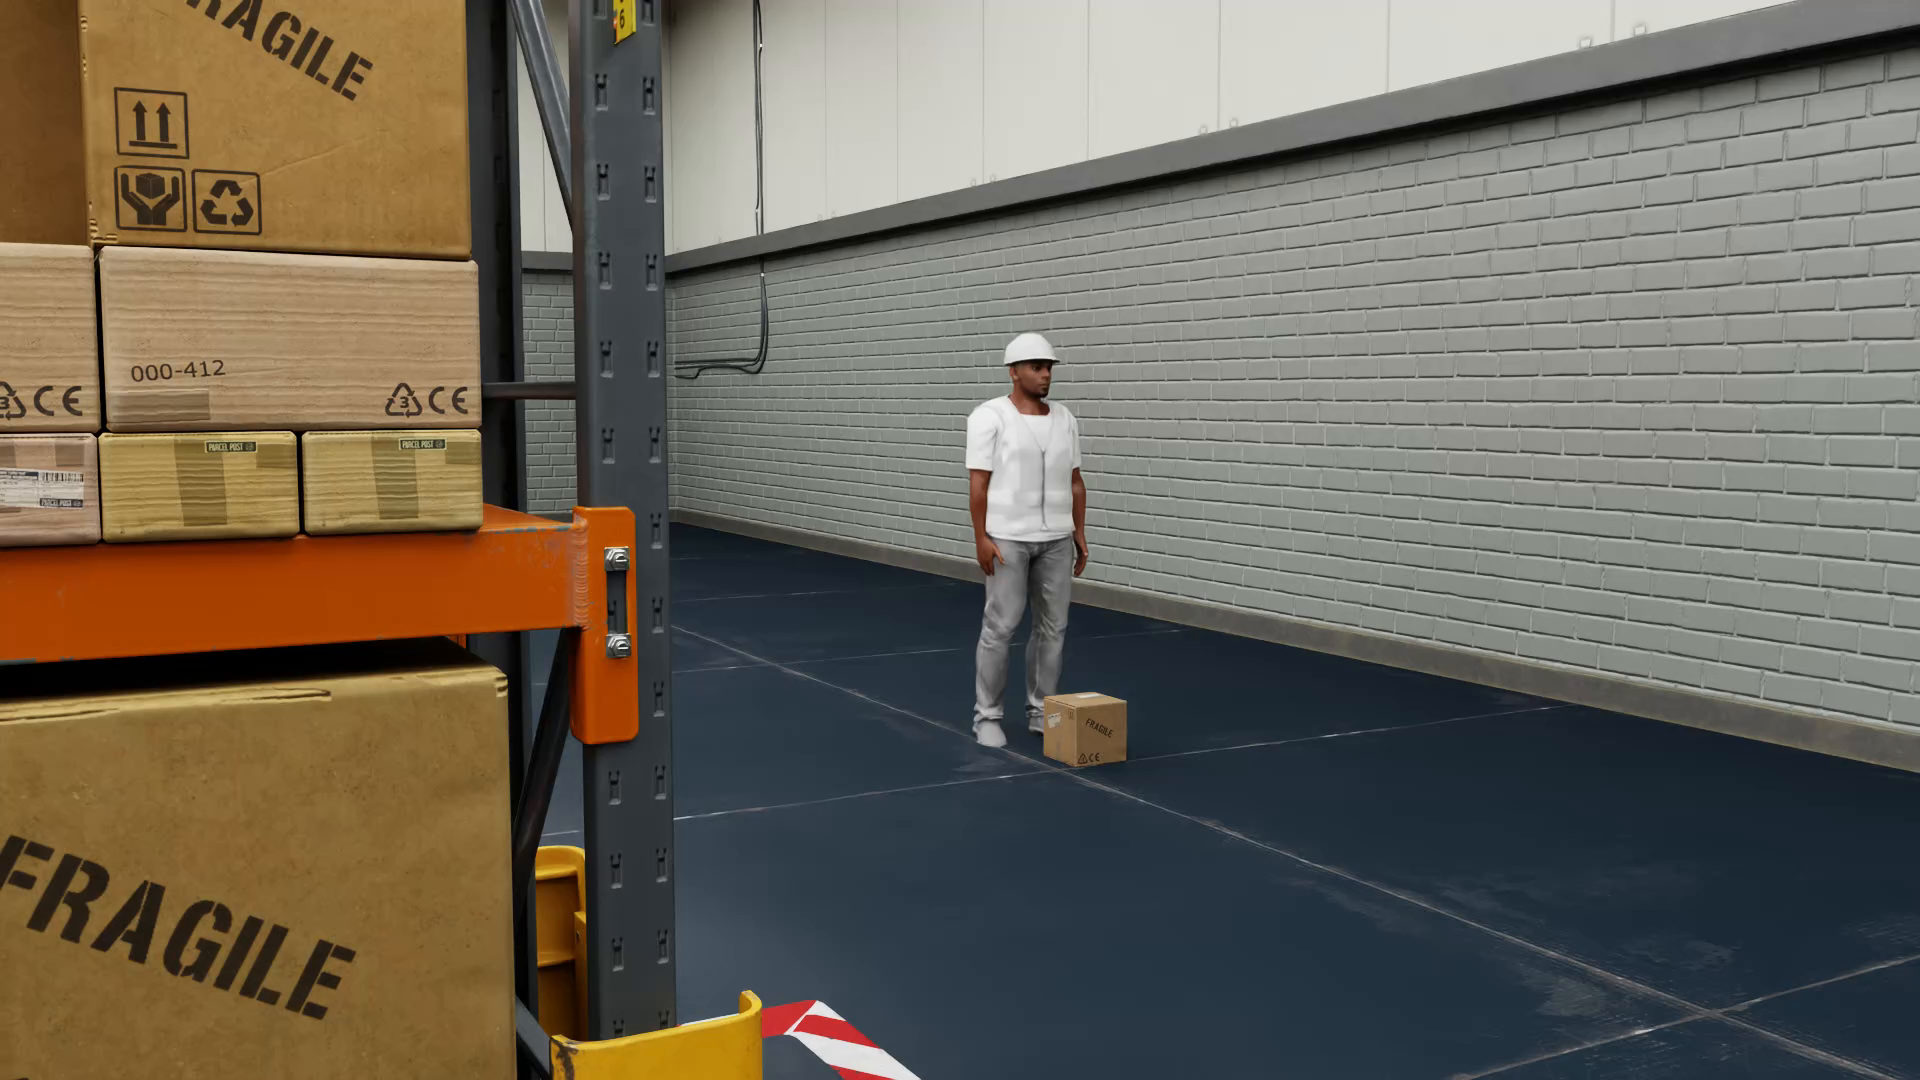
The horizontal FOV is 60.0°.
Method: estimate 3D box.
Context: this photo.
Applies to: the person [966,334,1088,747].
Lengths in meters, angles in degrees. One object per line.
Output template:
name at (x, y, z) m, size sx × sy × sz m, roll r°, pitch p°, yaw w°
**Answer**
person at (0.308, 0.005, 7.243) m, size 0.566 × 1.796 × 0.368 m, roll -3°, pitch 6°, yaw -27°
